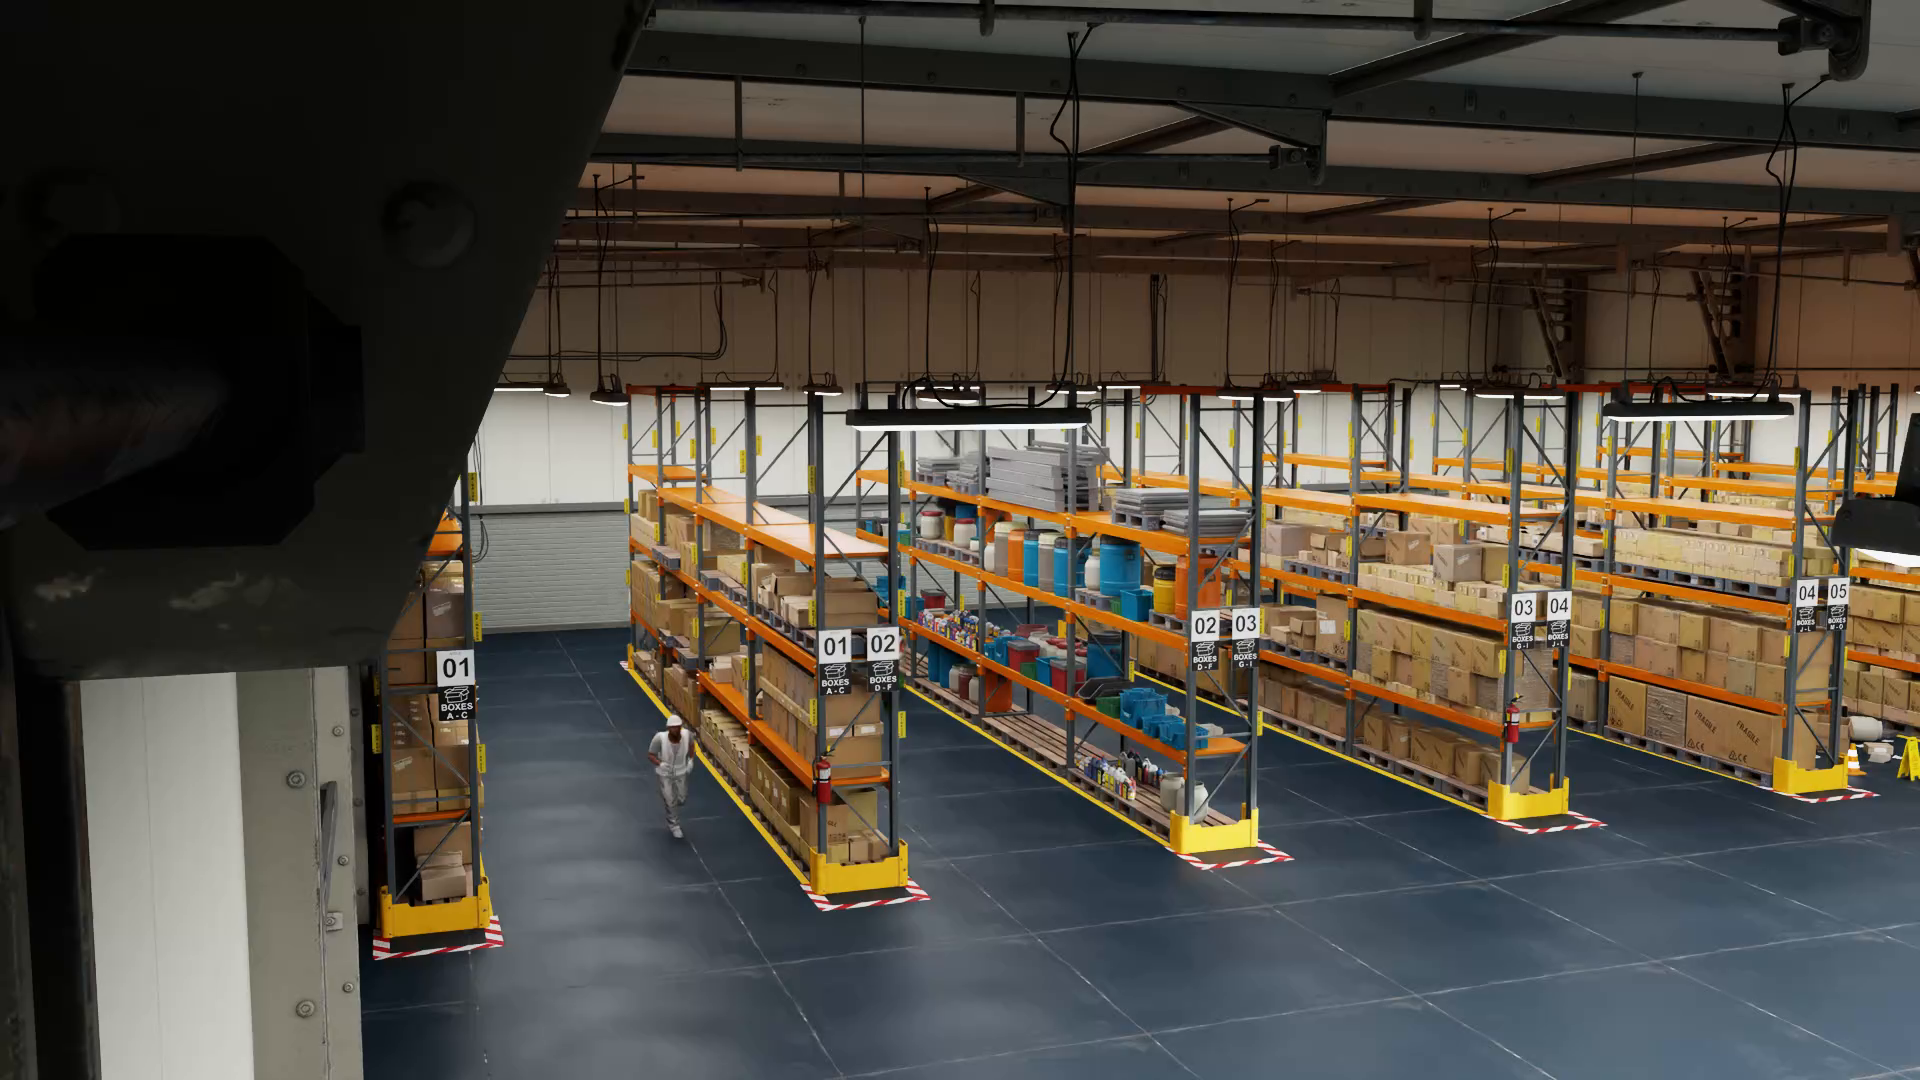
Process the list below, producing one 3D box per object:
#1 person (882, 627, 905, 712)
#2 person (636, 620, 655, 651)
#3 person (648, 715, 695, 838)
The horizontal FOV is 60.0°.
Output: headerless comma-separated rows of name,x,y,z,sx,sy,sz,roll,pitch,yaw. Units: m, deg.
person,-1.250,2.336,30.223,0.633,1.697,0.862,-2,6,-15
person,-6.970,1.672,36.782,0.731,1.810,0.638,2,6,19
person,-3.908,3.174,22.557,0.676,1.705,0.770,-2,6,-20
